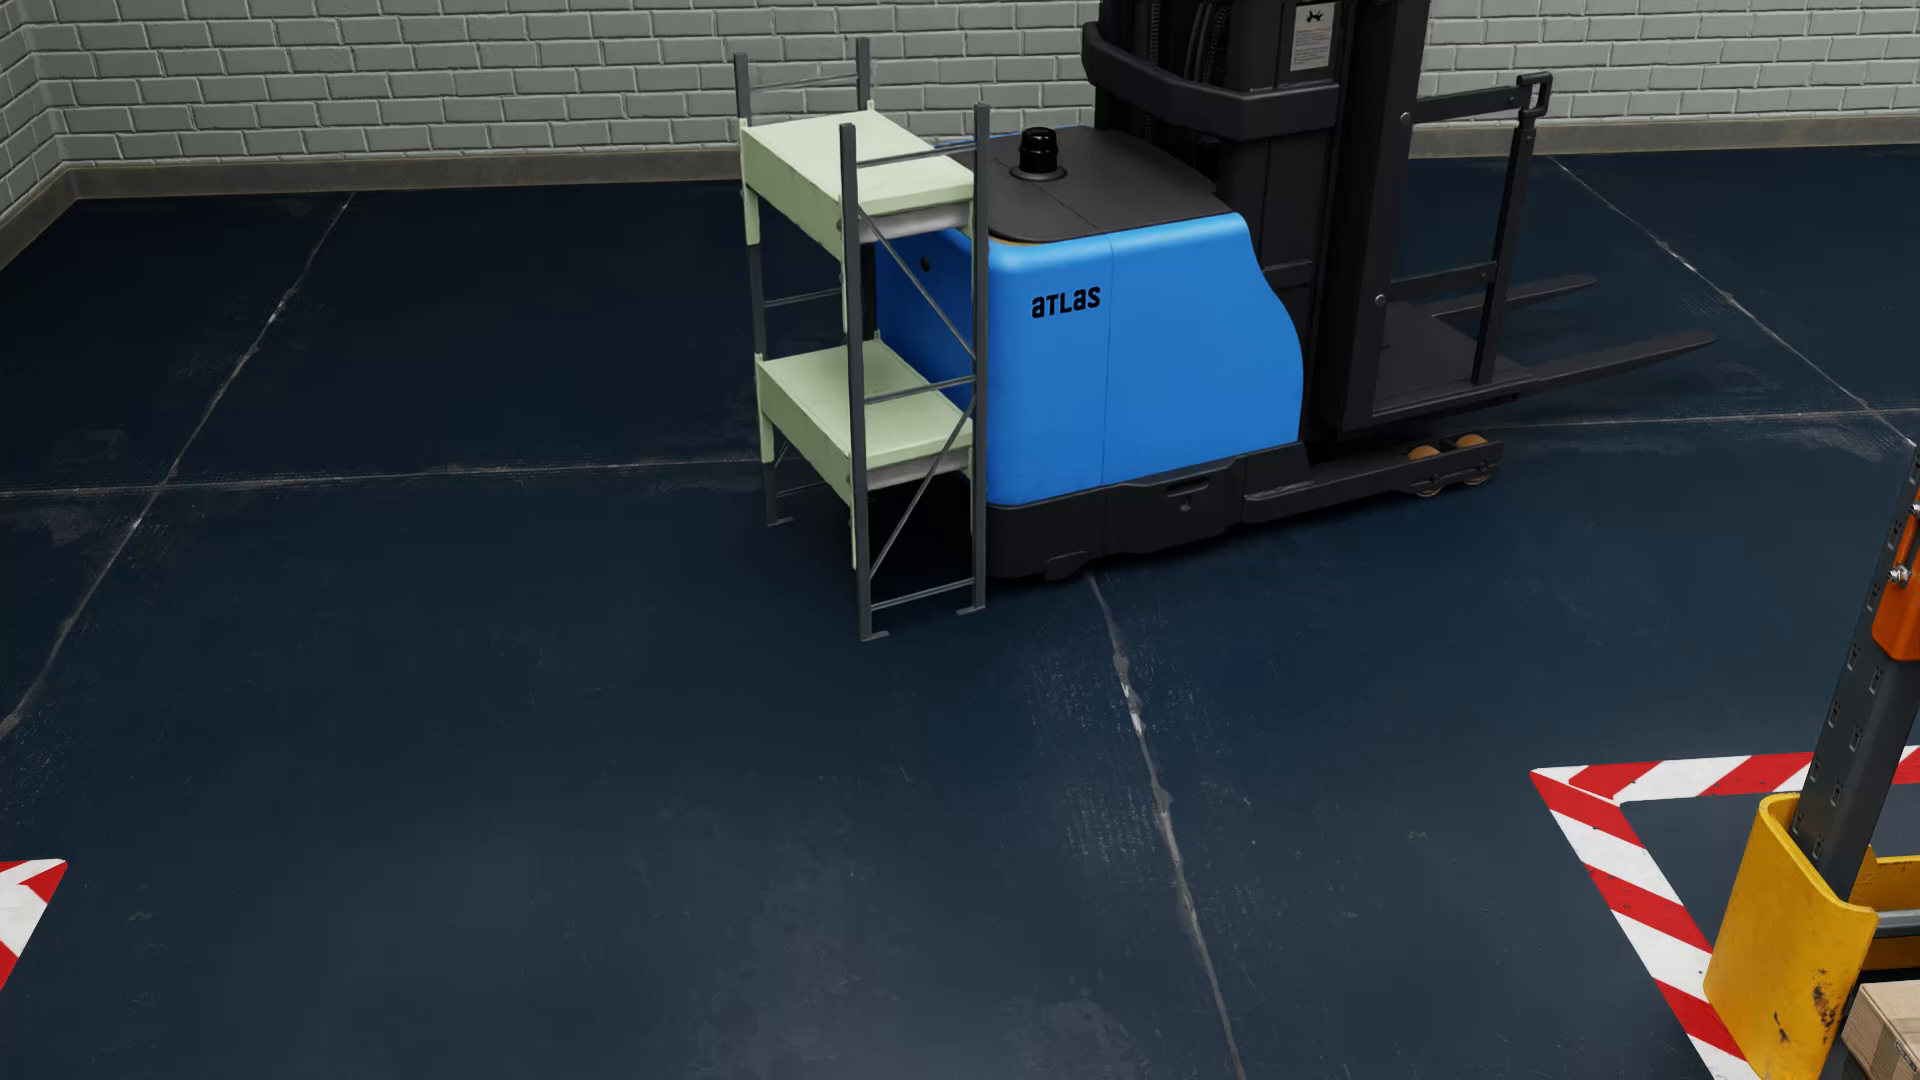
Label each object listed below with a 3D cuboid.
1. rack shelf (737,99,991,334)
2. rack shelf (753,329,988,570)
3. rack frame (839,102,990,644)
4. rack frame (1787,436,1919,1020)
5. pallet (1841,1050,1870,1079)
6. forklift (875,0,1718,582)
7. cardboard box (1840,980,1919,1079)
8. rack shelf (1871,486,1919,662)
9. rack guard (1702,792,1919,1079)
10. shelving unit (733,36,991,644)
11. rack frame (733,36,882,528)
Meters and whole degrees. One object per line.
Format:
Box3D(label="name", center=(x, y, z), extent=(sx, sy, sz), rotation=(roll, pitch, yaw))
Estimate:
Box3D(label="rack shelf", center=(-0.274, -0.901, 4.535), extent=(0.431, 0.370, 0.720), rotation=(-15, 34, -23))
Box3D(label="rack shelf", center=(-0.274, -0.286, 4.902), extent=(0.431, 0.370, 0.720), rotation=(-15, 34, -23))
Box3D(label="rack frame", center=(-0.108, -0.399, 4.455), extent=(0.400, 1.500, 0.023), rotation=(-15, 34, -23))
Box3D(label="rack frame", center=(2.199, -0.314, 2.850), extent=(1.000, 3.000, 0.127), rotation=(-3, 31, -5))
Box3D(label="pallet", center=(2.282, 1.329, 2.819), extent=(1.003, 0.211, 1.213), rotation=(-3, 31, -5))
Box3D(label="forklift", center=(1.245, -1.632, 5.124), extent=(3.031, 2.935, 1.130), rotation=(-13, 33, -21))
Box3D(label="cardboard box", center=(1.896, 0.951, 3.083), extent=(0.380, 0.149, 0.250), rotation=(-3, 31, -5))
Box3D(label="rack shelf", center=(2.386, 1.016, 1.325), extent=(1.077, 0.370, 4.000), rotation=(-3, 31, -5))
Box3D(label="rack guard", center=(2.206, 0.798, 3.426), extent=(1.175, 0.500, 0.348), rotation=(-3, 31, -5))
Box3D(label="shelving unit", center=(-0.274, -0.566, 4.735), extent=(0.431, 1.500, 0.755), rotation=(-15, 34, -23))
Box3D(label="rack frame", center=(-0.439, -0.733, 5.015), extent=(0.400, 1.500, 0.023), rotation=(-15, 34, -23))
